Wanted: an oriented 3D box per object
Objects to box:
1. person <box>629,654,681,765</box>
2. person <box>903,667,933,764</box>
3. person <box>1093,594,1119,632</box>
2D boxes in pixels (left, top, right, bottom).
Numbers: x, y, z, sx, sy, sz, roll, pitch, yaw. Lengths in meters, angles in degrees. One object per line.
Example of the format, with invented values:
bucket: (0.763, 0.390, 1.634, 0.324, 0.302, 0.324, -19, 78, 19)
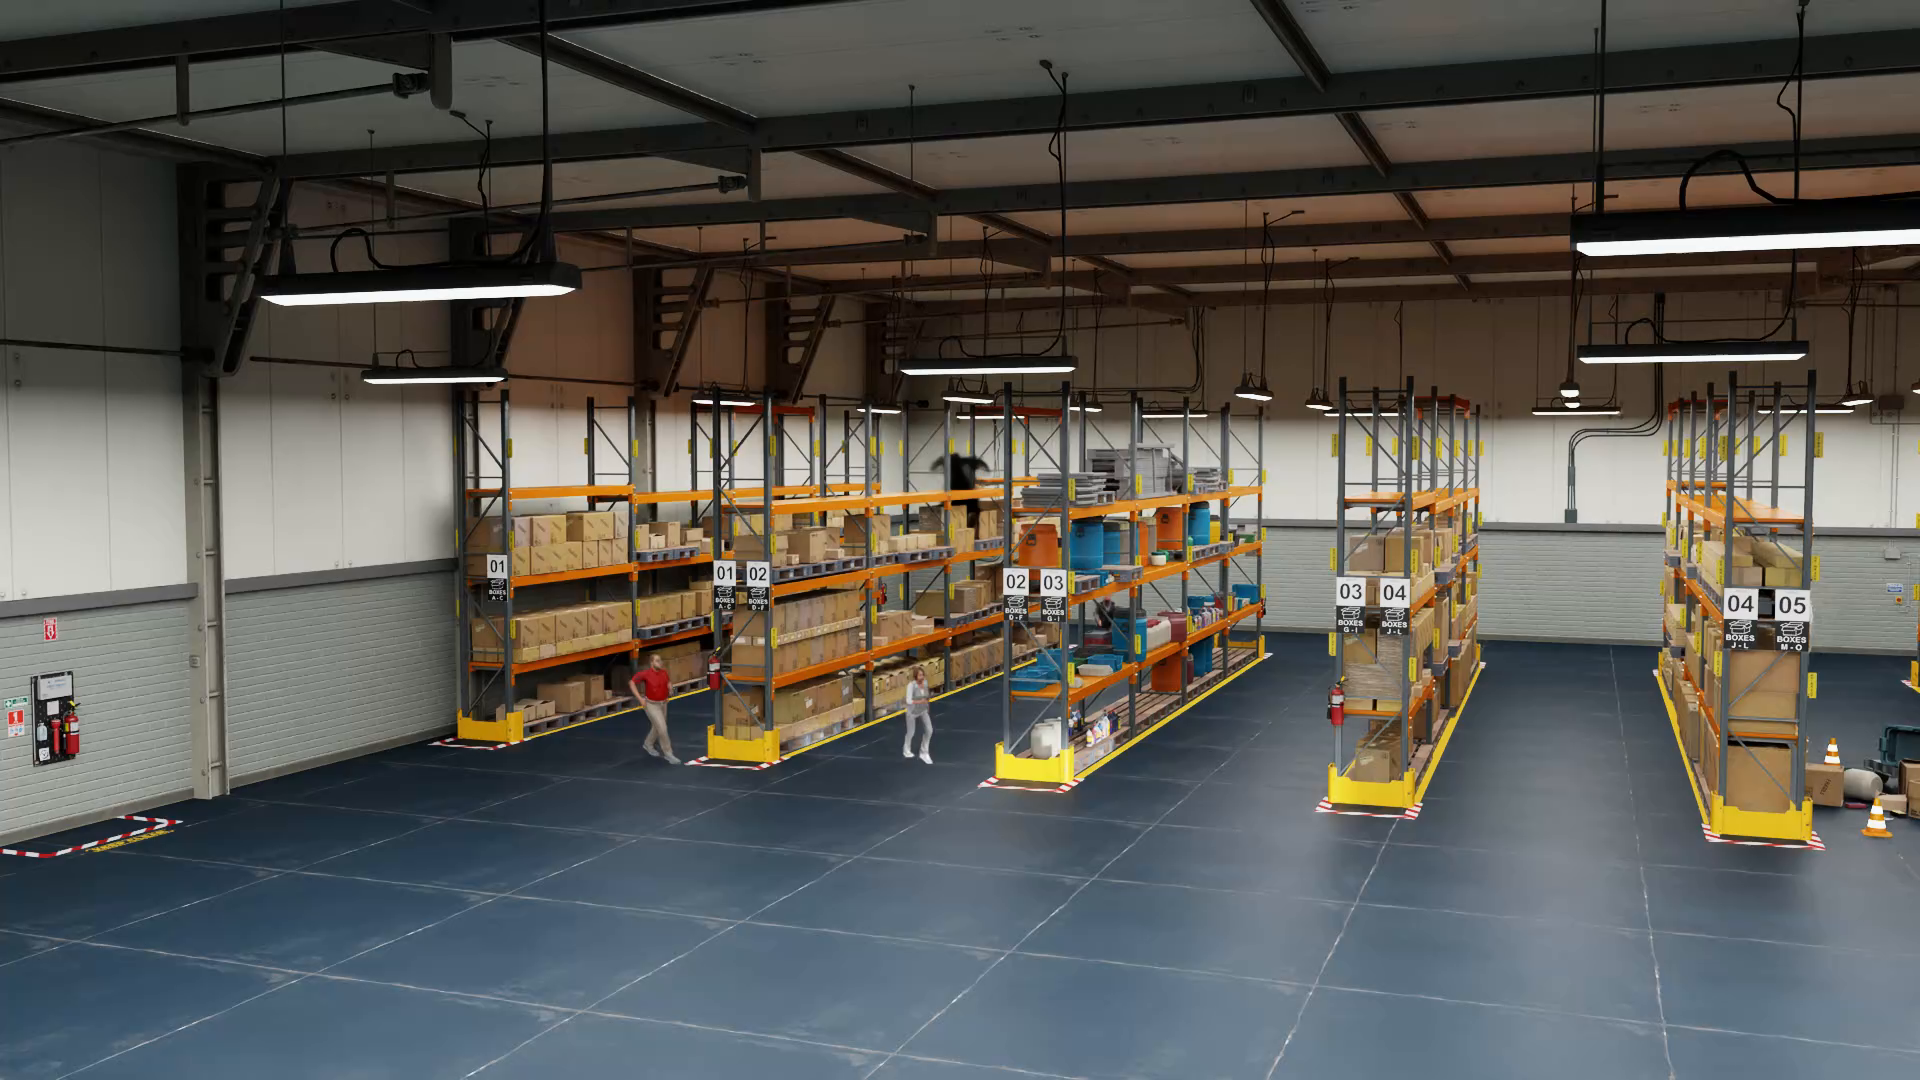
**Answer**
person: (-4.862, 2.682, 26.478, 0.903, 1.748, 0.719, 2, 4, 35)
person: (-0.686, 2.771, 26.347, 0.470, 1.528, 0.893, -1, 3, -24)
person: (3.448, 2.038, 38.923, 0.660, 1.672, 0.676, 0, 3, 8)
